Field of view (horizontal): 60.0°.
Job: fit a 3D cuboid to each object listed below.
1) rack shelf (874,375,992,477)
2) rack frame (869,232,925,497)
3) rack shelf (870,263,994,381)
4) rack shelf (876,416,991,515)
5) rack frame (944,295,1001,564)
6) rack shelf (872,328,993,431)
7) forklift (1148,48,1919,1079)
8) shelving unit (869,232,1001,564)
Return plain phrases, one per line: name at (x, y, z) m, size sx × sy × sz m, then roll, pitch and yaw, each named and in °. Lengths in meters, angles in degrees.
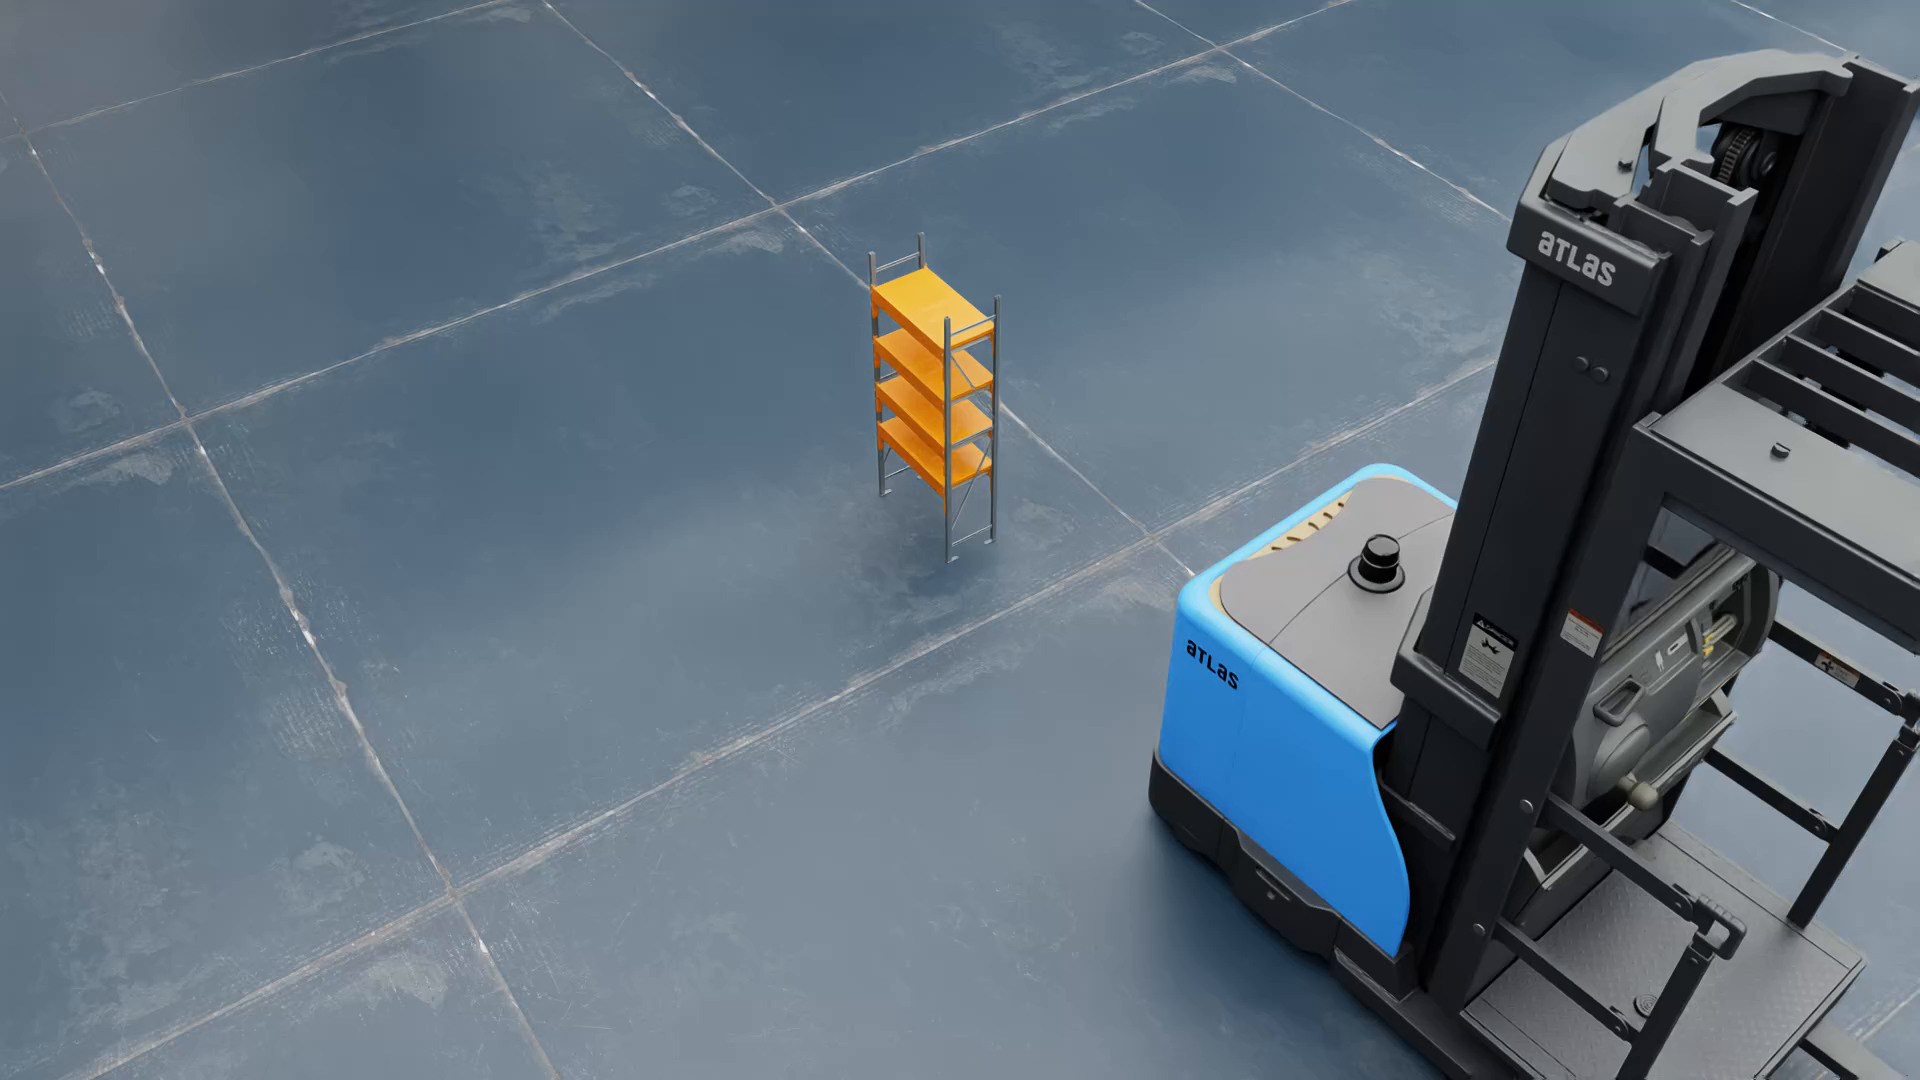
rack shelf at (-0.095, -0.479, 6.480) m, size 0.258 × 0.148 × 0.480 m, roll -26°, pitch 49°, yaw -24°
rack frame at (-0.234, -0.666, 6.579) m, size 0.240 × 1.200 × 0.015 m, roll -26°, pitch 49°, yaw -24°
rack shelf at (-0.095, -0.812, 6.163) m, size 0.258 × 0.148 × 0.480 m, roll -26°, pitch 49°, yaw -24°
rack shelf at (-0.095, -0.335, 6.617) m, size 0.258 × 0.148 × 0.480 m, roll -26°, pitch 49°, yaw -24°
rack frame at (0.045, -0.390, 6.289) m, size 0.240 × 1.200 × 0.015 m, roll -26°, pitch 49°, yaw -24°
rack shelf at (-0.095, -0.641, 6.326) m, size 0.258 × 0.148 × 0.480 m, roll -26°, pitch 49°, yaw -24°
forklift at (1.982, 0.430, 4.177) m, size 1.130 × 2.935 × 3.031 m, roll -30°, pitch 51°, yaw -28°
shelving unit at (-0.095, -0.528, 6.434) m, size 0.258 × 1.200 × 0.503 m, roll -26°, pitch 49°, yaw -24°
